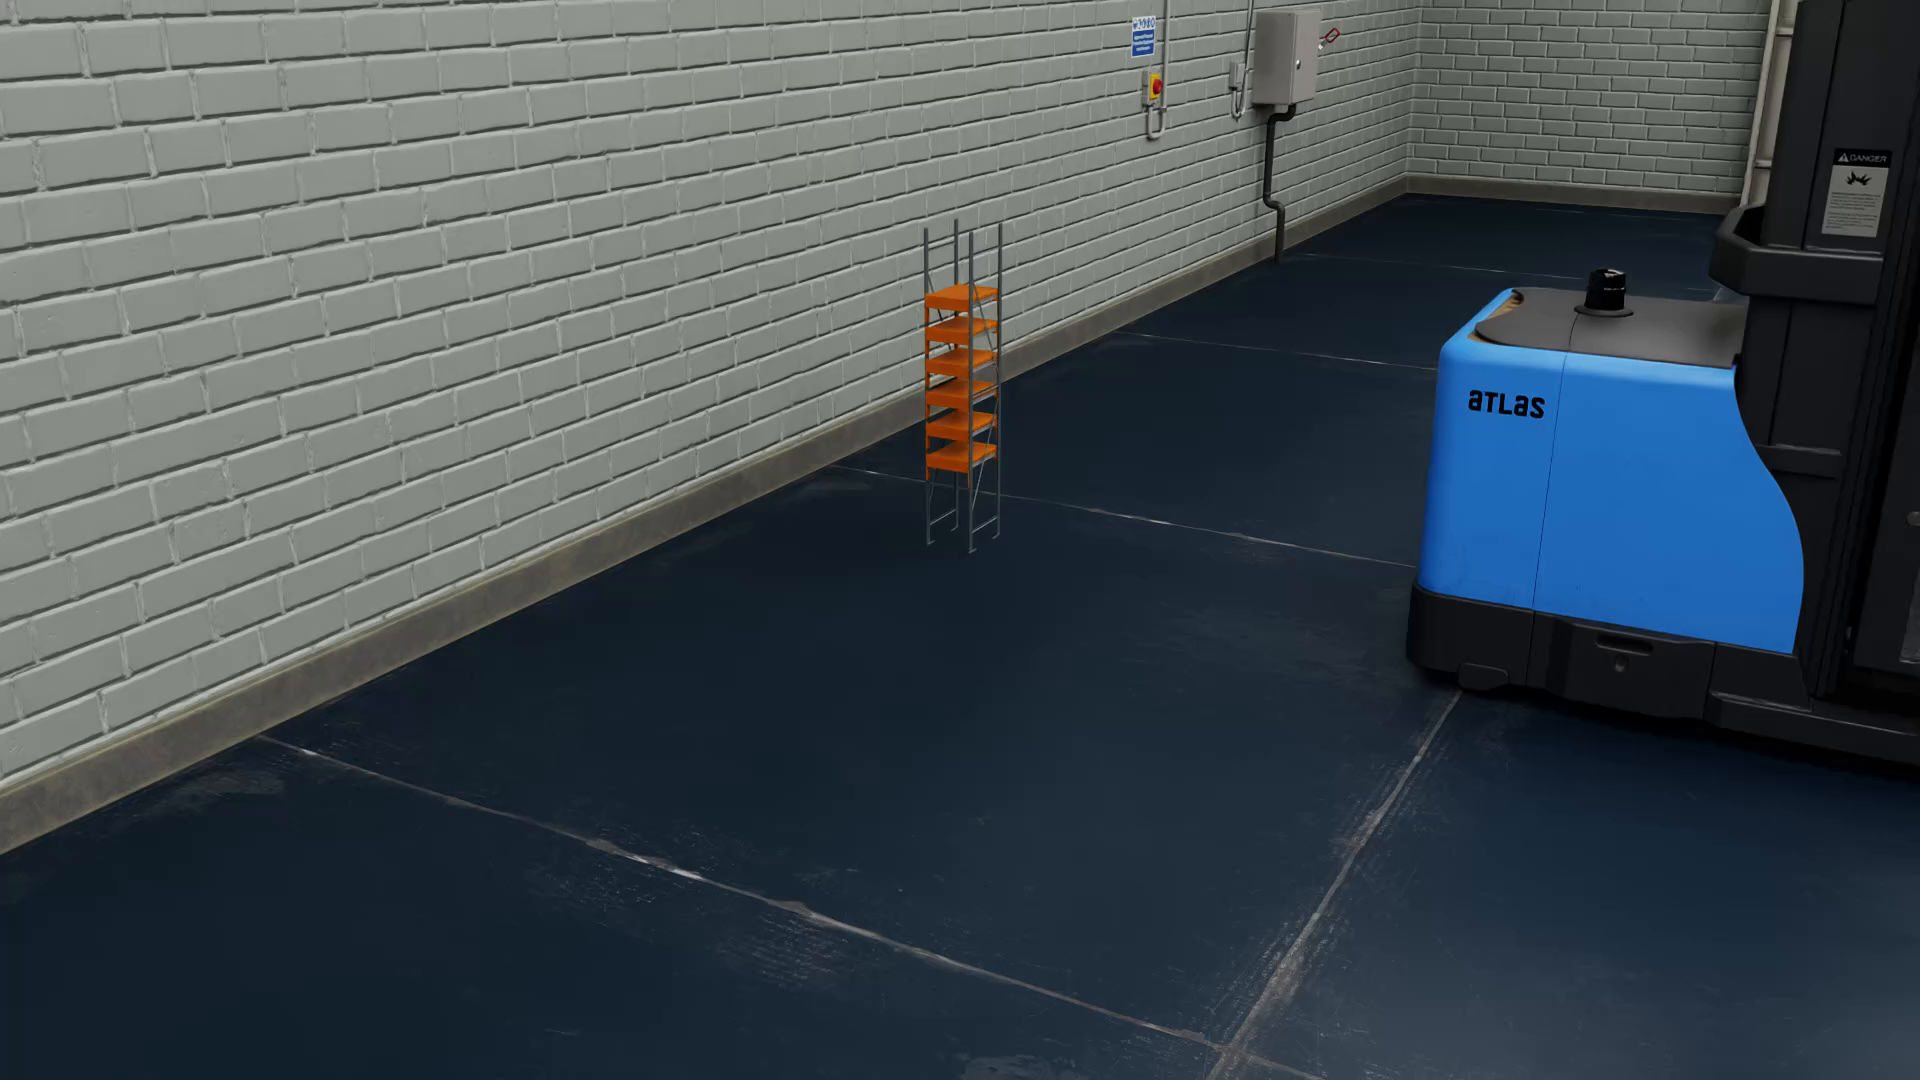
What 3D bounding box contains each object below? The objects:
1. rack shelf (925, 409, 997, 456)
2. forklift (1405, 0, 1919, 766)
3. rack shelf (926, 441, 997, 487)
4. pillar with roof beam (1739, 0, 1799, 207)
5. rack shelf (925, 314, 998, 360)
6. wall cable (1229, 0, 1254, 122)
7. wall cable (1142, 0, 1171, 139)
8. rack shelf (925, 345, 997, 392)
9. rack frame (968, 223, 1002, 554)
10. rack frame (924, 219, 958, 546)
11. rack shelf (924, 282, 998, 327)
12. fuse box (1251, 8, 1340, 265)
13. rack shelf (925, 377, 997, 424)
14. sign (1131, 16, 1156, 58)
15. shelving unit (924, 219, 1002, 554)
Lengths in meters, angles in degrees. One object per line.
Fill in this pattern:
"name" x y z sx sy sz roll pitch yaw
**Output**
"rack shelf" 0.013 -0.407 6.210 0.180 0.103 0.258 11 23 27
"forklift" 2.931 -0.851 4.413 3.031 2.935 1.130 10 22 26
"rack shelf" 0.013 -0.294 6.251 0.180 0.103 0.258 11 23 27
"pillar with roof beam" 4.464 -5.557 8.487 0.400 9.000 9.100 11 23 27
"rack shelf" 0.013 -0.745 6.087 0.180 0.103 0.258 11 23 27
"wall cable" 1.807 -3.655 10.554 0.122 1.984 0.588 11 23 27
"wall cable" 1.126 -3.246 9.379 0.123 1.953 0.585 11 23 27
"rack shelf" 0.013 -0.633 6.128 0.180 0.103 0.258 11 23 27
"rack frame" 0.093 -0.546 6.112 0.006 1.200 0.240 11 23 27
"rack frame" -0.067 -0.577 6.196 0.006 1.200 0.240 11 23 27
"rack shelf" 0.013 -0.858 6.046 0.180 0.103 0.258 11 23 27
"fuse box" 2.278 -2.749 11.434 0.414 1.711 0.539 11 23 27
"rack shelf" 0.013 -0.520 6.169 0.180 0.103 0.258 11 23 27
"sign" 1.049 -2.877 9.500 0.001 0.218 0.327 11 23 27
"shelving unit" 0.013 -0.562 6.154 0.189 1.200 0.258 11 23 27
